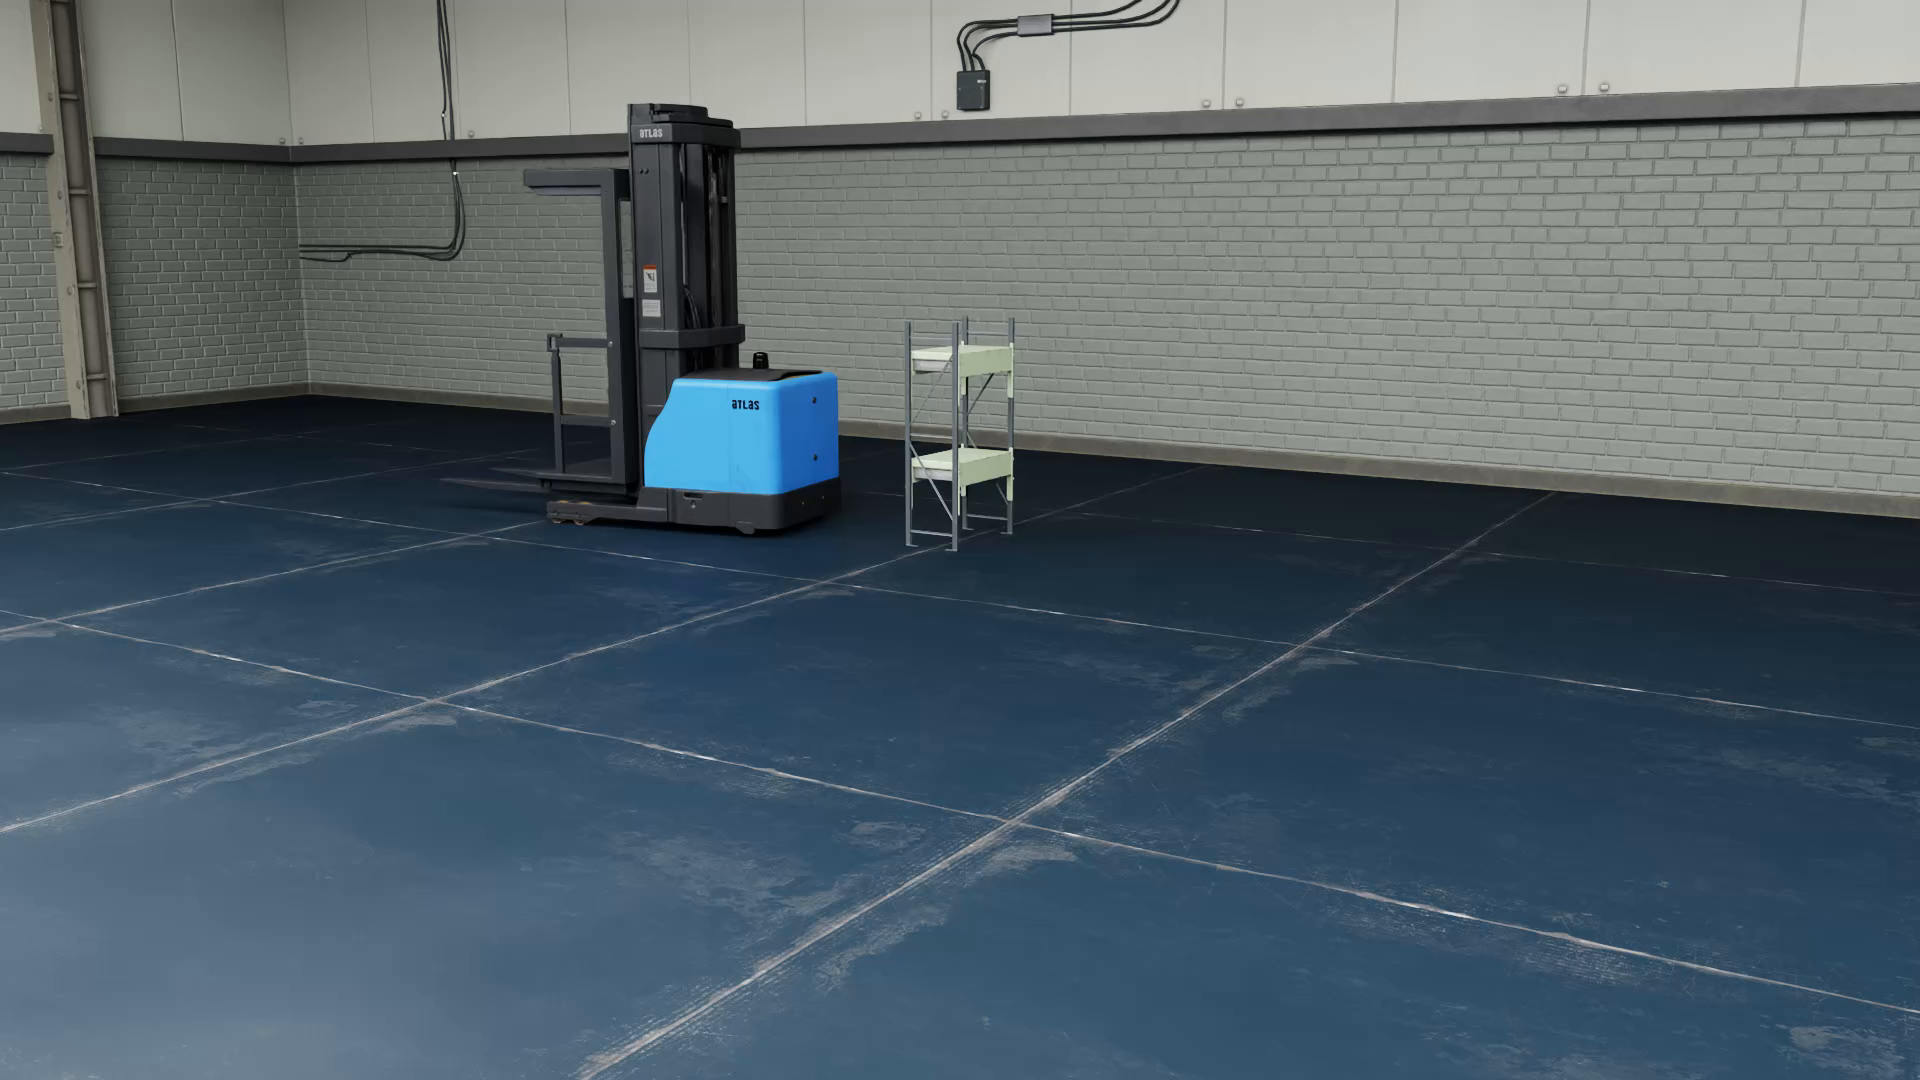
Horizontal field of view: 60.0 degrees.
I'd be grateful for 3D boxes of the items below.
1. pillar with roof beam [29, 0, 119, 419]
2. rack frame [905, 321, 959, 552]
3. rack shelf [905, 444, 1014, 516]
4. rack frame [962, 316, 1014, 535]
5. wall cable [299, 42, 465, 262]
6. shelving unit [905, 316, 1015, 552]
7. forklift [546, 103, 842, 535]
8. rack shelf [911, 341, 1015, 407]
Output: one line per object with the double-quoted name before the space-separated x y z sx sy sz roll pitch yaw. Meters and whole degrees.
"pillar with roof beam" -6.114 -5.407 15.798 9.100 9.000 0.400 6 12 31
"rack frame" -0.187 -0.681 10.929 0.400 1.500 0.023 6 12 31
"rack shelf" 0.003 -0.418 11.296 0.431 0.370 0.720 6 12 31
"rack frame" 0.193 -0.796 11.544 0.400 1.500 0.023 6 12 31
"wall cable" -7.134 -4.630 20.081 3.097 2.526 0.112 6 12 31
"shelving unit" 0.003 -0.738 11.236 0.431 1.500 0.755 6 12 31
"forklift" -2.437 -1.631 12.114 3.031 2.935 1.130 4 11 22
"rack shelf" 0.003 -1.122 11.164 0.431 0.370 0.720 6 12 31
